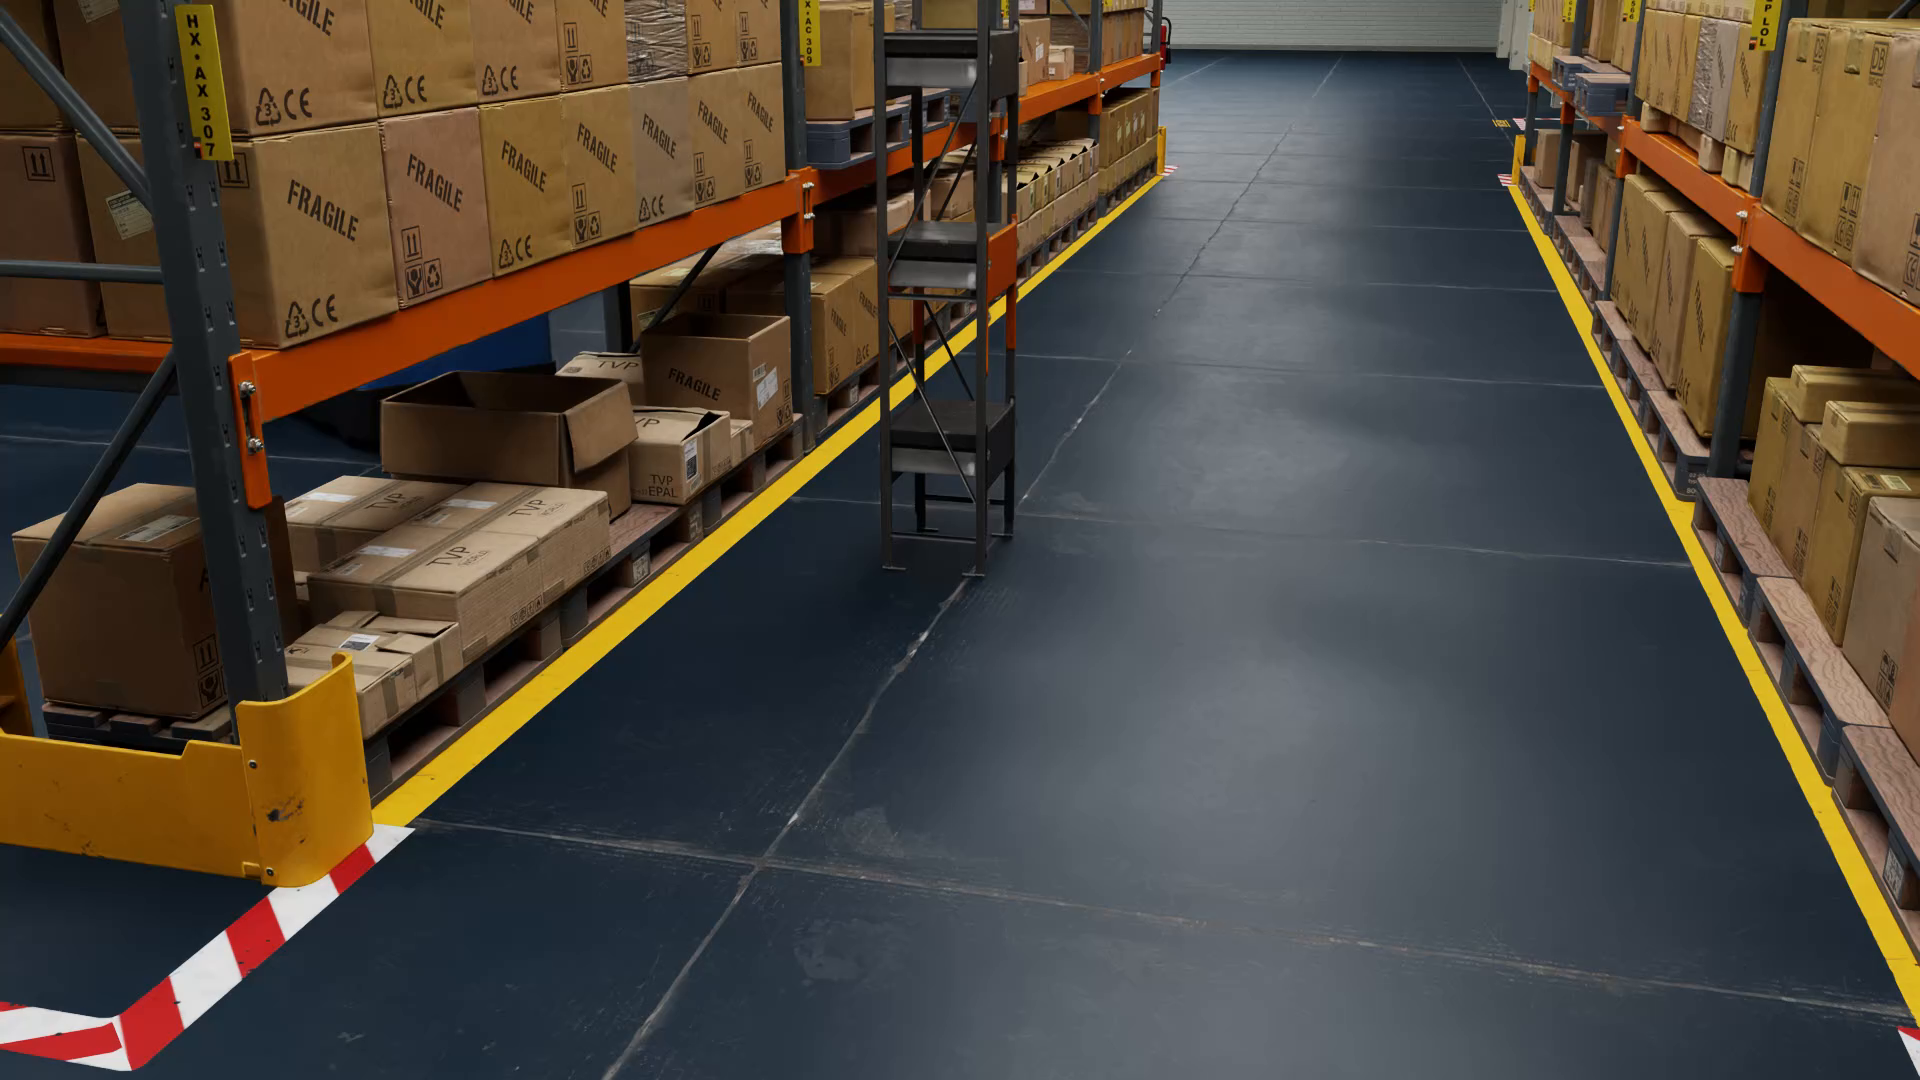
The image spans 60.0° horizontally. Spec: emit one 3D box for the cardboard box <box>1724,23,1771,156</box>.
[{"bbox_3d":[3.482,-1.849,6.814,0.500,0.500,0.500,4,19,13],"label":"cardboard box"}]

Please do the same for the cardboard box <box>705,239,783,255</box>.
[{"bbox_3d":[-1.096,-1.391,9.306,0.500,0.500,0.500,5,19,14],"label":"cardboard box"}]

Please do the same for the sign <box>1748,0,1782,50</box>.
[{"bbox_3d":[3.085,-2.037,6.342,0.100,0.325,0.005,5,19,13],"label":"sign"}]

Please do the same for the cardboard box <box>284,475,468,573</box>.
[{"bbox_3d":[-2.013,-0.015,5.665,0.500,0.250,0.500,5,19,13],"label":"cardboard box"}]

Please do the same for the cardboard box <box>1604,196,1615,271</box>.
[{"bbox_3d":[4.716,-1.996,11.076,0.700,0.500,0.500,5,19,14],"label":"cardboard box"}]

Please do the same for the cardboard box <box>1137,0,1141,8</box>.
[{"bbox_3d":[1.708,-5.695,17.563,0.380,0.149,0.250,4,19,13],"label":"cardboard box"}]

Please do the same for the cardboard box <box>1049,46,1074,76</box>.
[{"bbox_3d":[0.686,-4.156,14.445,0.500,0.250,0.500,6,20,17],"label":"cardboard box"}]

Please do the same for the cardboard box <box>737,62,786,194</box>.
[{"bbox_3d":[-1.064,-1.747,7.008,0.500,0.500,0.500,5,19,14],"label":"cardboard box"}]

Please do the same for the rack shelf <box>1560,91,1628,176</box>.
[{"bbox_3d":[5.080,-3.027,12.022,1.077,0.370,4.000,5,19,13],"label":"rack shelf"}]

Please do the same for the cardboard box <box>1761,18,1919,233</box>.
[{"bbox_3d":[3.465,-1.460,5.858,0.980,0.700,0.700,5,19,14],"label":"cardboard box"}]

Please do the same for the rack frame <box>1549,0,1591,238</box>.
[{"bbox_3d":[5.568,-3.994,13.741,1.000,3.000,0.127,5,19,13],"label":"rack frame"}]

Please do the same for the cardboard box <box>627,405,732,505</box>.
[{"bbox_3d":[-1.238,-0.377,6.629,0.500,0.311,0.500,5,19,13],"label":"cardboard box"}]

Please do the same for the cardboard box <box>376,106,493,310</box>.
[{"bbox_3d":[-1.683,-0.951,4.676,0.500,0.500,0.500,4,19,13],"label":"cardboard box"}]

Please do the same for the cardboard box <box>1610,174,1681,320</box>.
[{"bbox_3d":[4.284,-1.702,9.706,0.750,0.750,0.750,4,19,13],"label":"cardboard box"}]

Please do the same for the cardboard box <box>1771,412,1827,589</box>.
[{"bbox_3d":[3.206,-0.119,5.613,0.700,0.500,0.500,4,19,13],"label":"cardboard box"}]

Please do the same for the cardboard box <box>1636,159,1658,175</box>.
[{"bbox_3d":[4.916,-2.524,11.464,0.500,0.250,0.500,5,19,14],"label":"cardboard box"}]

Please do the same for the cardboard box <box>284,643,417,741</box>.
[{"bbox_3d":[-1.733,0.414,4.566,0.380,0.149,0.250,5,19,13],"label":"cardboard box"}]

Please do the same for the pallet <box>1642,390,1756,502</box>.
[{"bbox_3d":[3.729,-0.415,7.576,1.003,0.211,1.213,5,19,13],"label":"pallet"}]

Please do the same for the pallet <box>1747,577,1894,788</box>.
[{"bbox_3d":[3.056,0.448,5.048,1.003,0.211,1.213,5,19,13],"label":"pallet"}]

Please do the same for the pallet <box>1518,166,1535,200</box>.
[{"bbox_3d":[6.294,-3.653,17.055,1.003,0.211,1.213,5,19,13],"label":"pallet"}]

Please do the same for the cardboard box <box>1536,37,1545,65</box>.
[{"bbox_3d":[5.875,-4.736,16.112,0.500,0.250,0.500,4,19,13],"label":"cardboard box"}]

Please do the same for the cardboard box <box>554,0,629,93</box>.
[{"bbox_3d":[-1.433,-1.742,5.446,0.500,0.500,0.500,4,19,13],"label":"cardboard box"}]

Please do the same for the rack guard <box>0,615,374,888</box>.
[{"bbox_3d":[-2.150,0.536,4.345,1.175,0.500,0.348,5,19,13],"label":"rack guard"}]

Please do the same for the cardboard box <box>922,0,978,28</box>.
[{"bbox_3d":[-0.258,-3.170,10.525,0.700,0.500,0.500,-2,19,-5],"label":"cardboard box"}]

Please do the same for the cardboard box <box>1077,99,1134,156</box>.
[{"bbox_3d":[1.425,-4.071,16.409,0.500,0.500,0.500,5,19,13],"label":"cardboard box"}]

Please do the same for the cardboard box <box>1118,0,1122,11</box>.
[{"bbox_3d":[1.392,-5.293,16.386,0.380,0.149,0.250,4,19,13],"label":"cardboard box"}]

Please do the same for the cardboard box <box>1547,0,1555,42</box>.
[{"bbox_3d":[5.634,-4.774,15.065,0.500,0.500,0.500,4,19,12],"label":"cardboard box"}]

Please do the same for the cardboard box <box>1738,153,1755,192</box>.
[{"bbox_3d":[3.422,-1.506,6.813,0.380,0.149,0.250,5,19,14],"label":"cardboard box"}]

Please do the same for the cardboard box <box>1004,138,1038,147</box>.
[{"bbox_3d":[0.421,-3.437,14.847,0.500,0.311,0.500,5,19,14],"label":"cardboard box"}]

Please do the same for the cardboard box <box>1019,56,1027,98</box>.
[{"bbox_3d":[0.193,-3.353,12.003,0.500,0.311,0.500,4,19,13],"label":"cardboard box"}]

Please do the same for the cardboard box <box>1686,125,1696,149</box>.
[{"bbox_3d":[3.922,-2.065,8.449,0.380,0.149,0.250,5,19,14],"label":"cardboard box"}]

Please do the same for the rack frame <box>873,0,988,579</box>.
[{"bbox_3d":[-0.100,-0.865,5.972,0.400,2.100,0.015,5,19,13],"label":"rack frame"}]

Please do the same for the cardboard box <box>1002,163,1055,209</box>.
[{"bbox_3d":[0.446,-2.759,12.863,0.500,0.311,0.500,4,19,12],"label":"cardboard box"}]

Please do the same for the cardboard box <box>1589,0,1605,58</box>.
[{"bbox_3d":[5.411,-4.093,13.195,0.700,0.500,0.500,5,19,14],"label":"cardboard box"}]

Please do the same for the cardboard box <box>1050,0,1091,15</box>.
[{"bbox_3d":[1.017,-4.808,14.964,0.380,0.149,0.250,5,19,13],"label":"cardboard box"}]

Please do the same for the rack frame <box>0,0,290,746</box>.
[{"bbox_3d":[-2.168,-0.623,3.871,1.000,3.000,0.127,5,19,13],"label":"rack frame"}]

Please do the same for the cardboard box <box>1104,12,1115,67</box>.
[{"bbox_3d":[1.115,-4.894,16.221,0.700,0.500,0.500,5,19,14],"label":"cardboard box"}]

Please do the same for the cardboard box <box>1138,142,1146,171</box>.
[{"bbox_3d":[1.666,-4.030,17.449,0.500,0.250,0.500,5,19,13],"label":"cardboard box"}]

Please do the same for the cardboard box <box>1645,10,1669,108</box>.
[{"bbox_3d":[4.087,-2.643,9.138,0.500,0.500,0.500,5,20,15],"label":"cardboard box"}]

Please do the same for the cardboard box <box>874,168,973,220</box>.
[{"bbox_3d":[-0.224,-2.181,10.459,0.500,0.250,0.500,5,20,15],"label":"cardboard box"}]

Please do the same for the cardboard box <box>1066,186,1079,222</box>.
[{"bbox_3d":[0.694,-2.810,13.879,0.500,0.250,0.500,5,20,15],"label":"cardboard box"}]

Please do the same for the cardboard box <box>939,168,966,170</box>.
[{"bbox_3d":[-0.204,-2.641,12.514,0.500,0.311,0.500,4,19,13],"label":"cardboard box"}]

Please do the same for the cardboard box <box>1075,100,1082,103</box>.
[{"bbox_3d":[0.917,-4.112,16.530,0.500,0.500,0.500,5,19,13],"label":"cardboard box"}]

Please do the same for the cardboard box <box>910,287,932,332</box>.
[{"bbox_3d":[-0.463,-1.517,9.675,0.500,0.500,0.500,4,19,11],"label":"cardboard box"}]

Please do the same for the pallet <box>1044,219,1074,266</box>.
[{"bbox_3d":[0.326,-2.447,13.526,1.003,0.211,1.213,5,19,13],"label":"pallet"}]

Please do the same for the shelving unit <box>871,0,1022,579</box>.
[{"bbox_3d":[-0.040,-0.942,6.196,0.431,2.100,0.503,5,19,13],"label":"shelving unit"}]

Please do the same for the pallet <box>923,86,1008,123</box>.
[{"bbox_3d":[-0.311,-2.822,10.605,1.213,0.211,1.003,5,19,13],"label":"pallet"}]

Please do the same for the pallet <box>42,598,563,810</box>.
[{"bbox_3d":[-1.956,0.423,5.124,1.003,0.211,1.213,5,19,13],"label":"pallet"}]

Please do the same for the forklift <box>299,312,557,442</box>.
[{"bbox_3d":[-3.346,-2.268,8.792,1.130,2.935,3.031,-14,24,-36],"label":"forklift"}]

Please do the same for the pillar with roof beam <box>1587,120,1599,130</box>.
[{"bbox_3d":[4.505,-10.020,22.101,9.100,9.000,0.400,5,19,13],"label":"pillar with roof beam"}]

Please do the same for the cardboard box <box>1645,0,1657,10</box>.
[{"bbox_3d":[4.223,-3.162,9.498,0.500,0.250,0.500,5,20,15],"label":"cardboard box"}]

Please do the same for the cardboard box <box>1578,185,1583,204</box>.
[{"bbox_3d":[5.670,-3.032,14.626,0.380,0.166,0.250,2,19,6],"label":"cardboard box"}]
